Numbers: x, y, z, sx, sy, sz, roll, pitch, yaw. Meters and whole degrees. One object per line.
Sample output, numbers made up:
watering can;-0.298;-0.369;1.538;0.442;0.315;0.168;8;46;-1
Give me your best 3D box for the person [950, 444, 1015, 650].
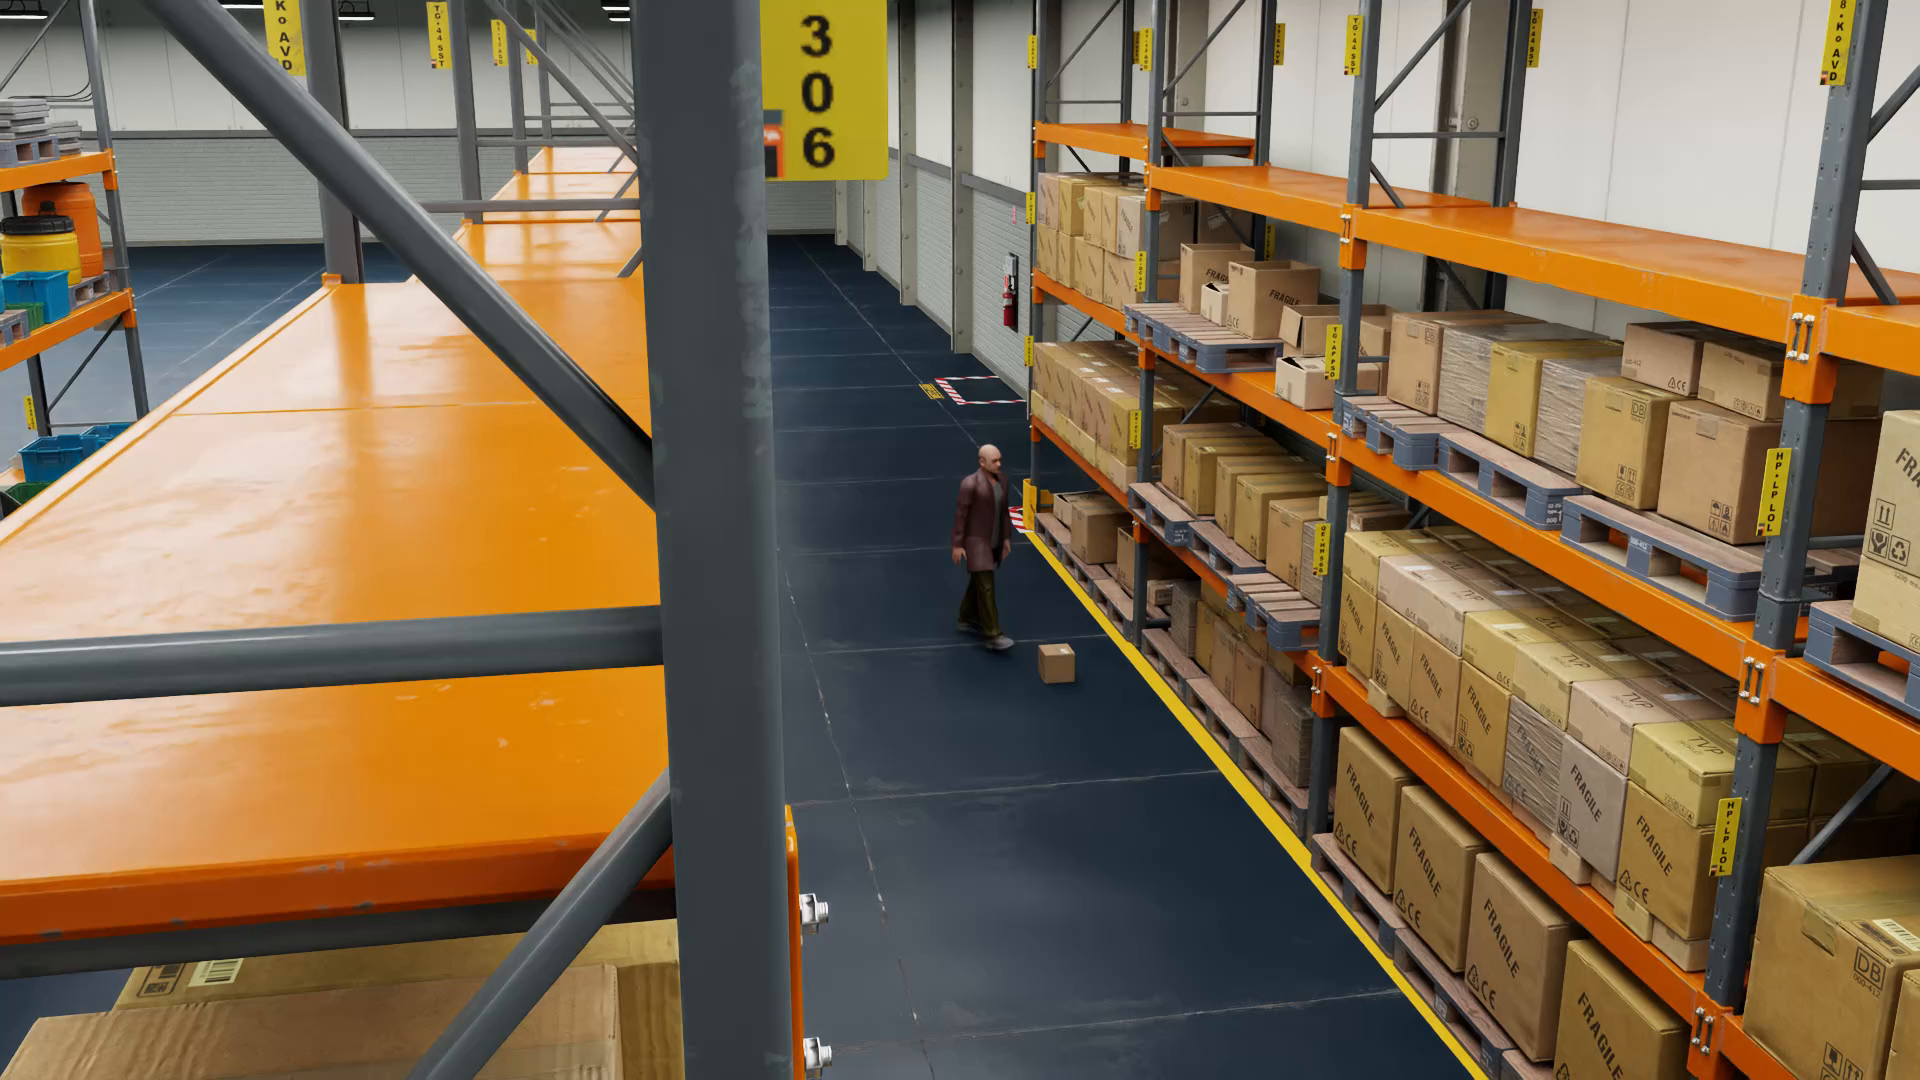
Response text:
person;0.284;0.037;14.385;0.857;1.754;0.616;13;21;38
